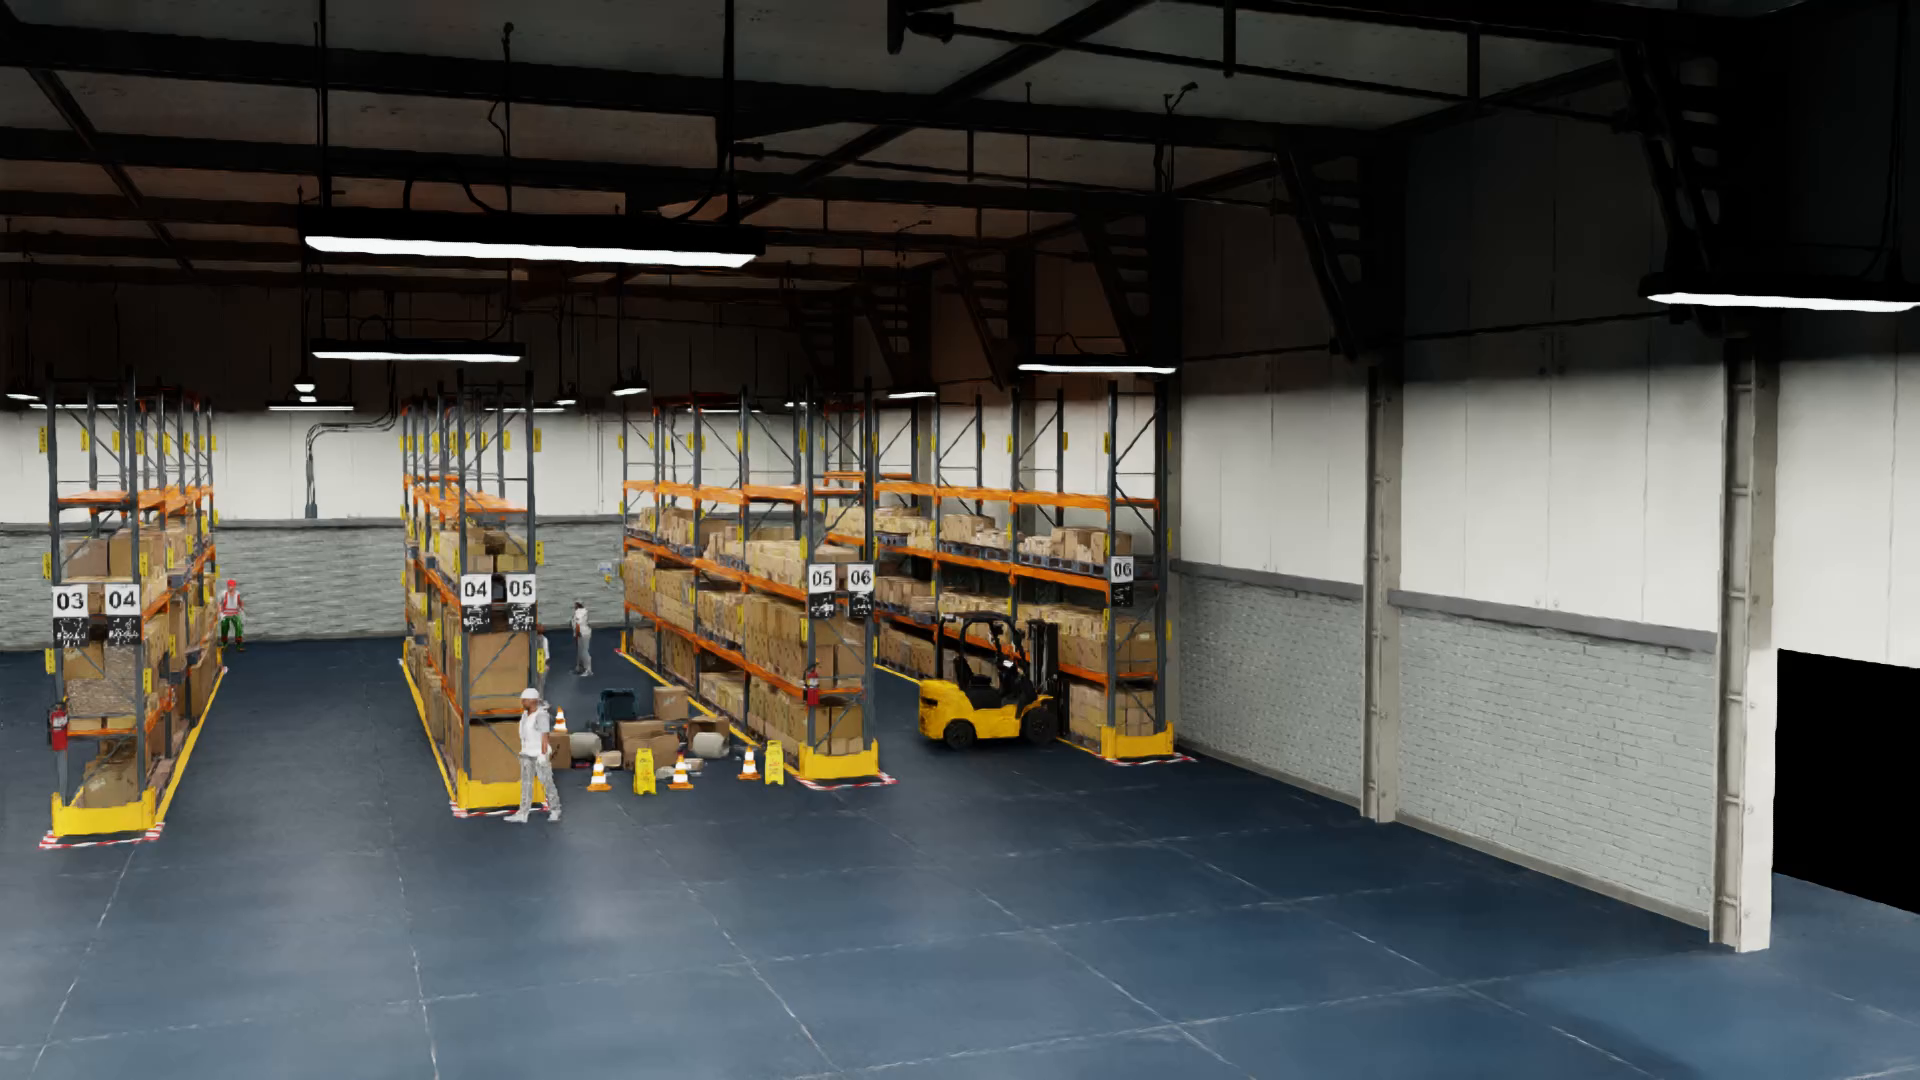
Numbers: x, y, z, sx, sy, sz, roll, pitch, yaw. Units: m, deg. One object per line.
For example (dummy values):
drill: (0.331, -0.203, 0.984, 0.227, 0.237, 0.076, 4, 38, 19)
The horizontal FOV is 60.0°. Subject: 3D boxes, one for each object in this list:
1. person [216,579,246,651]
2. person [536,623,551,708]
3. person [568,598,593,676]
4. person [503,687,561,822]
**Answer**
person: (-17.502, 1.799, 39.917, 0.673, 1.744, 0.760, -2, 4, -34)
person: (-7.907, 2.357, 31.391, 0.468, 1.600, 0.405, 3, 4, 37)
person: (-8.171, 2.073, 35.750, 0.569, 1.654, 0.617, 0, 3, -2)
person: (-5.655, 2.832, 21.953, 0.635, 1.786, 0.681, -3, 5, -45)
